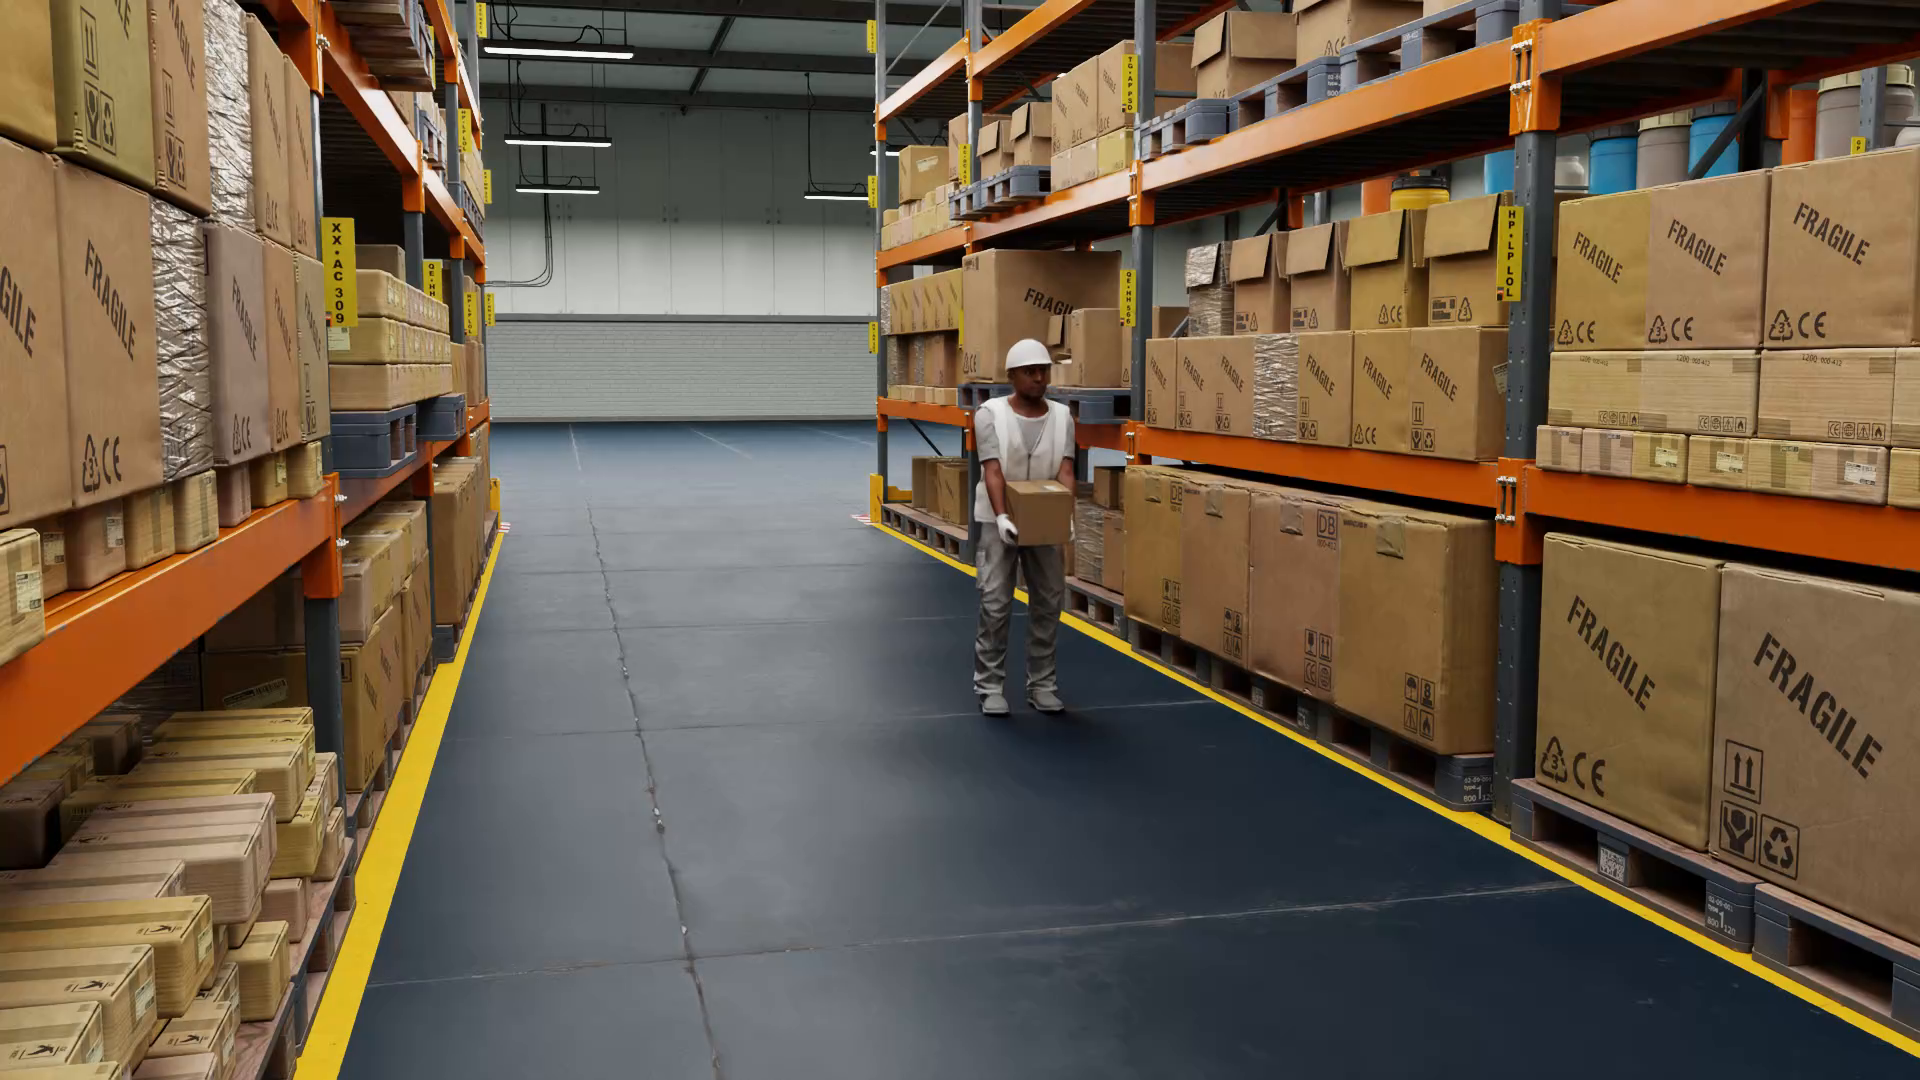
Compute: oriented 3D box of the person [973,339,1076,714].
[{"bbox_3d":[0.325,-0.056,7.866,0.491,1.775,0.592,-2,6,-15],"label":"person"}]
